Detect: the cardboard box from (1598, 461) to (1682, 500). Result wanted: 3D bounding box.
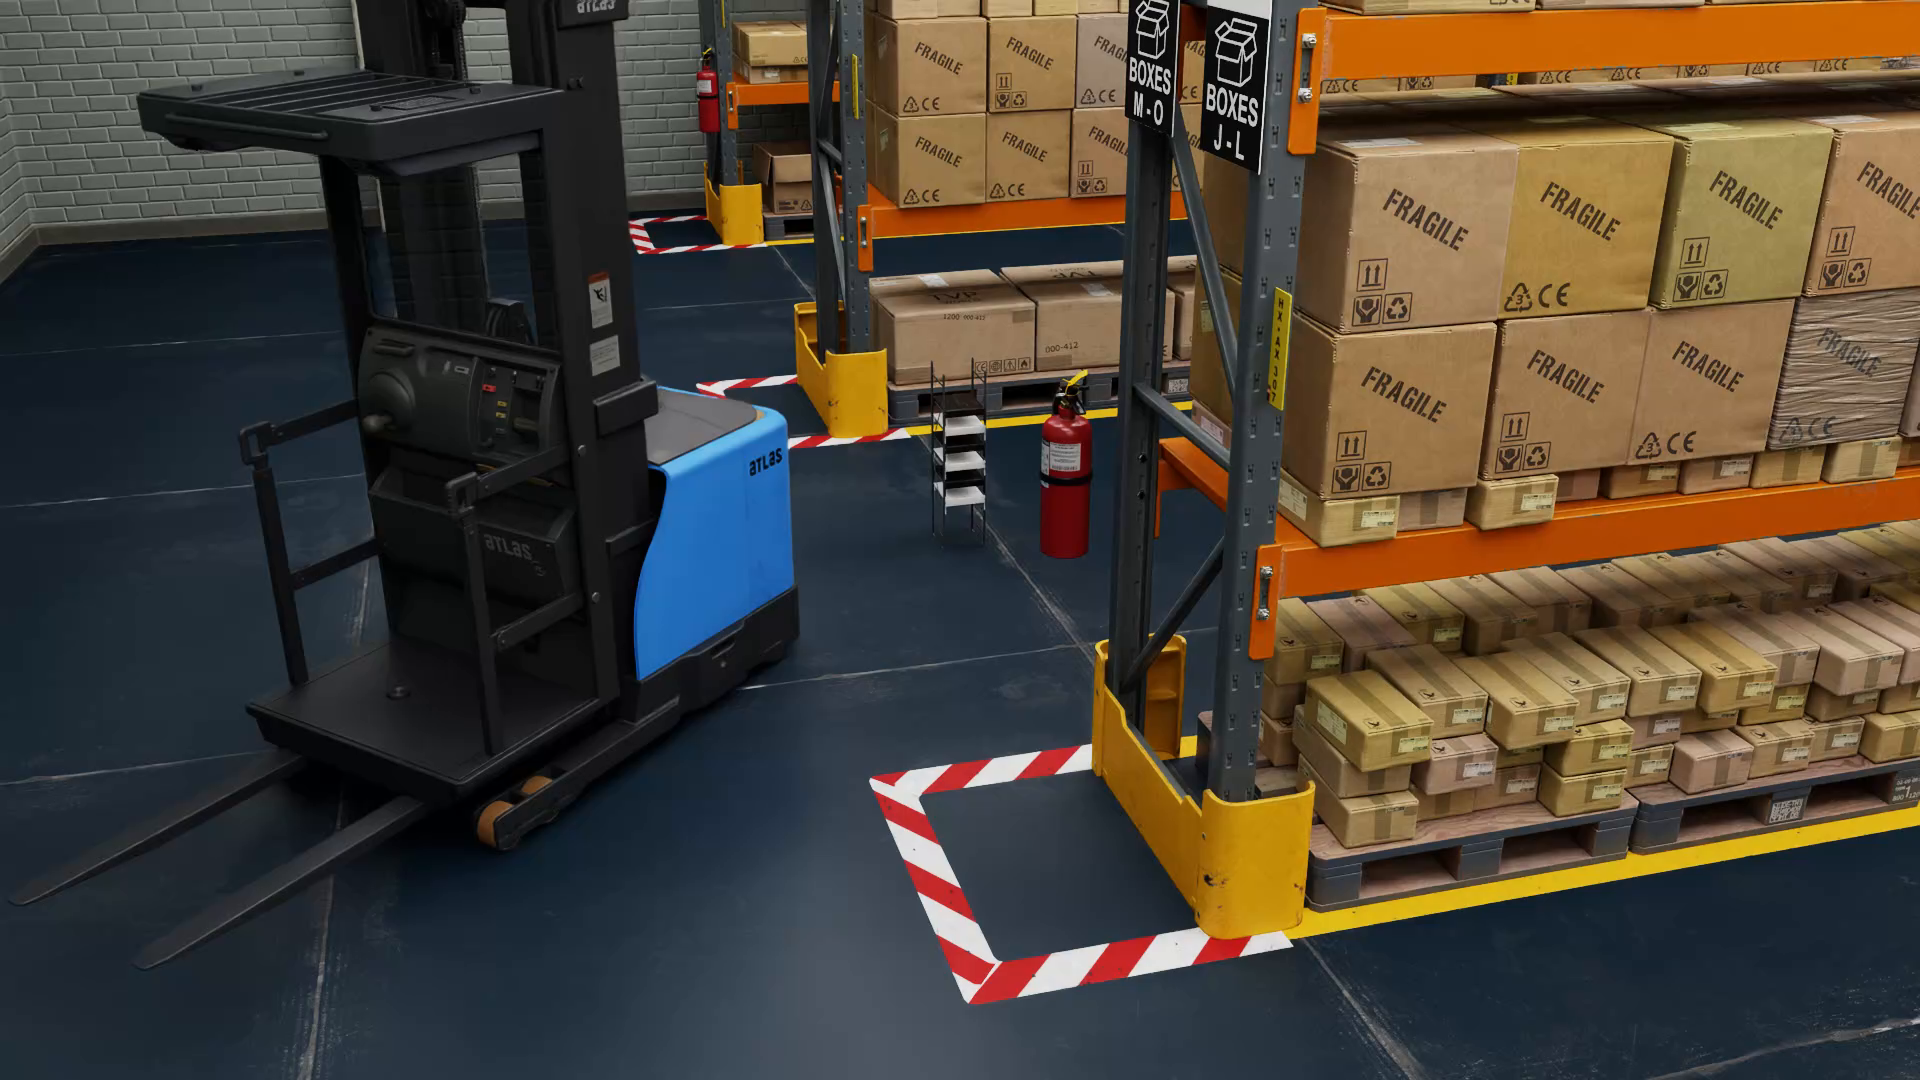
[{"bbox_3d":[2.117,-0.278,5.412,0.250,0.149,0.380,-7,24,-15],"label":"cardboard box"}]

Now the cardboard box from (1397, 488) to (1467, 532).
[{"bbox_3d":[1.363,-0.170,5.161,0.250,0.149,0.380,-5,24,-12],"label":"cardboard box"}]

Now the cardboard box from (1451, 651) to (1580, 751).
[{"bbox_3d":[1.835,0.531,5.537,0.250,0.149,0.380,-6,24,-15],"label":"cardboard box"}]

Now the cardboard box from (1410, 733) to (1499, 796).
[{"bbox_3d":[1.582,0.682,5.563,0.250,0.149,0.380,-6,24,-15],"label":"cardboard box"}]

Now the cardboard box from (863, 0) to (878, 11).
[{"bbox_3d":[-0.414,-3.119,9.498,0.250,0.149,0.380,-6,24,-14],"label":"cardboard box"}]

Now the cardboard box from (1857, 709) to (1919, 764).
[{"bbox_3d":[3.298,0.640,6.038,0.250,0.149,0.380,-6,24,-14],"label":"cardboard box"}]

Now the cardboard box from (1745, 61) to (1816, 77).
[{"bbox_3d":[5.109,-3.245,10.614,0.500,0.500,0.500,-7,24,-15],"label":"cardboard box"}]

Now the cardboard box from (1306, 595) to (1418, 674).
[{"bbox_3d":[1.428,0.353,5.951,0.250,0.149,0.380,-6,24,-13],"label":"cardboard box"}]

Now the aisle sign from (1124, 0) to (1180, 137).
[{"bbox_3d":[0.578,-1.634,4.956,0.004,0.787,0.394,-6,24,-14],"label":"aisle sign"}]

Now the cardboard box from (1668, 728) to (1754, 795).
[{"bbox_3d":[2.546,0.720,5.852,0.250,0.149,0.380,-8,24,-17],"label":"cardboard box"}]

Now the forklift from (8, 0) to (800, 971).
[{"bbox_3d":[-1.870,-0.482,5.657,1.130,2.935,3.031,13,27,28],"label":"forklift"}]

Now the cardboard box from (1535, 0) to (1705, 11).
[{"bbox_3d":[1.739,-1.648,4.672,0.500,0.250,0.500,-6,24,-13],"label":"cardboard box"}]

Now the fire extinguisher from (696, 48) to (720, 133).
[{"bbox_3d":[-2.067,-3.687,13.611,0.183,0.674,0.296,-6,24,-14],"label":"fire extinguisher"}]

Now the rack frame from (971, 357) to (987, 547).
[{"bbox_3d":[0.090,-0.424,8.096,0.006,0.900,0.240,-6,24,-14],"label":"rack frame"}]

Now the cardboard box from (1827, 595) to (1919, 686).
[{"bbox_3d":[3.328,0.355,5.947,0.250,0.149,0.380,-8,24,-17],"label":"cardboard box"}]

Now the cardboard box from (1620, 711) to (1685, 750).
[{"bbox_3d":[2.300,0.571,5.820,0.250,0.149,0.380,-7,24,-17],"label":"cardboard box"}]

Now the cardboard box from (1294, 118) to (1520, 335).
[{"bbox_3d":[1.233,-0.922,4.823,0.500,0.500,0.500,-6,24,-15],"label":"cardboard box"}]

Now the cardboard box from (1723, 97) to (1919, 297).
[{"bbox_3d":[2.714,-1.081,5.192,0.500,0.500,0.500,-7,24,-16],"label":"cardboard box"}]

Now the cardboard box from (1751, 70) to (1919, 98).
[{"bbox_3d":[3.092,-1.343,5.803,0.500,0.500,0.500,-6,24,-13],"label":"cardboard box"}]

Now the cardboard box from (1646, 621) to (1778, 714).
[{"bbox_3d":[2.587,0.436,5.757,0.250,0.149,0.380,-6,24,-14],"label":"cardboard box"}]

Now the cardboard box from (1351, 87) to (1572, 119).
[{"bbox_3d":[1.590,-1.172,5.405,0.500,0.500,0.500,-7,24,-16],"label":"cardboard box"}]

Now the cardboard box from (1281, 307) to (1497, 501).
[{"bbox_3d":[1.236,-0.458,5.010,0.500,0.500,0.500,-5,24,-12],"label":"cardboard box"}]

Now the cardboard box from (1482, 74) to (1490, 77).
[{"bbox_3d":[3.508,-3.276,10.685,0.500,0.500,0.500,-6,24,-13],"label":"cardboard box"}]

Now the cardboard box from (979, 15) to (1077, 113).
[{"bbox_3d":[0.329,-2.707,9.361,0.500,0.500,0.500,-7,24,-16],"label":"cardboard box"}]

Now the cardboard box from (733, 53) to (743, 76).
[{"bbox_3d":[-1.803,-4.107,14.337,0.250,0.149,0.380,-7,24,-15],"label":"cardboard box"}]

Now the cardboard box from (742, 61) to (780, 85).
[{"bbox_3d":[-1.659,-3.901,13.856,0.250,0.149,0.380,-6,24,-15],"label":"cardboard box"}]

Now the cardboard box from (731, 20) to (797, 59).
[{"bbox_3d":[-1.679,-4.303,14.287,0.500,0.250,0.500,-6,24,-13],"label":"cardboard box"}]

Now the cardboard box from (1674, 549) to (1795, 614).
[{"bbox_3d":[2.929,0.188,6.335,0.250,0.149,0.380,-7,24,-17],"label":"cardboard box"}]

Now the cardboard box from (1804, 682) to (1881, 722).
[{"bbox_3d":[3.081,0.490,6.011,0.250,0.149,0.380,-7,24,-17],"label":"cardboard box"}]

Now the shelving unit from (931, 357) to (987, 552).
[{"bbox_3d":[-0.008,-0.413,8.071,0.210,0.900,0.258,-6,24,-14],"label":"shelving unit"}]

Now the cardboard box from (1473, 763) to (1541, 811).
[{"bbox_3d":[1.787,0.762,5.753,0.250,0.149,0.380,-6,24,-14],"label":"cardboard box"}]

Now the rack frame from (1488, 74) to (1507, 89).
[{"bbox_3d":[3.146,-2.627,10.569,0.127,3.000,1.000,-6,24,-14],"label":"rack frame"}]

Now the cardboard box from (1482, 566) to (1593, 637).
[{"bbox_3d":[2.153,0.224,6.252,0.250,0.149,0.380,-5,24,-12],"label":"cardboard box"}]

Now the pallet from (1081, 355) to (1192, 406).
[{"bbox_3d":[1.216,-1.163,10.693,1.213,0.211,1.003,-6,24,-14],"label":"pallet"}]

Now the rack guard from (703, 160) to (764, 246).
[{"bbox_3d":[-1.977,-2.945,14.479,0.348,0.500,1.175,-6,24,-14],"label":"rack guard"}]

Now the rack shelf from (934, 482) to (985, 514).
[{"bbox_3d":[-0.008,-0.217,8.155,0.200,0.077,0.258,-6,24,-14],"label":"rack shelf"}]

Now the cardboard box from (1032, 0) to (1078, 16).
[{"bbox_3d":[0.474,-3.012,9.247,0.250,0.149,0.380,-7,24,-16],"label":"cardboard box"}]

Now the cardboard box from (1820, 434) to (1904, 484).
[{"bbox_3d":[2.883,-0.330,5.534,0.250,0.149,0.380,-6,24,-13],"label":"cardboard box"}]

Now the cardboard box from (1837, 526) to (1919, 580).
[{"bbox_3d":[3.681,0.095,6.552,0.250,0.149,0.380,-7,24,-15],"label":"cardboard box"}]

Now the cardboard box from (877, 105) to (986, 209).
[{"bbox_3d":[-0.166,-2.189,9.422,0.500,0.500,0.500,-7,24,-15],"label":"cardboard box"}]

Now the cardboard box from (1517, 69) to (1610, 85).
[{"bbox_3d":[3.647,-3.071,10.207,0.500,0.500,0.500,-6,24,-14],"label":"cardboard box"}]

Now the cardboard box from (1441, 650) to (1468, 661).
[{"bbox_3d":[1.660,0.427,6.156,0.250,0.149,0.380,-7,24,-17],"label":"cardboard box"}]

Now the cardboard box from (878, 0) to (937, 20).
[{"bbox_3d":[-0.289,-2.938,9.075,0.250,0.149,0.380,-6,24,-13],"label":"cardboard box"}]

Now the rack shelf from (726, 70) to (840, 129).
[{"bbox_3d":[-0.124,-3.968,14.606,4.000,0.370,1.077,-6,24,-14],"label":"rack shelf"}]

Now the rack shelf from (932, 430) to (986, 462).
[{"bbox_3d":[-0.008,-0.465,8.048,0.200,0.077,0.258,-6,24,-14],"label":"rack shelf"}]

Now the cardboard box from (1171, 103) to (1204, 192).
[{"bbox_3d":[1.286,-2.361,9.821,0.500,0.500,0.500,-6,24,-13],"label":"cardboard box"}]

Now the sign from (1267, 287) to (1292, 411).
[{"bbox_3d":[0.876,-0.525,4.571,0.005,0.325,0.100,-6,24,-14],"label":"sign"}]

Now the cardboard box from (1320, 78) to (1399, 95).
[{"bbox_3d":[2.275,-2.927,9.872,0.500,0.500,0.500,-7,24,-15],"label":"cardboard box"}]

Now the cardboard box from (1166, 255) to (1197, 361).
[{"bbox_3d":[1.651,-1.521,10.708,0.875,0.438,0.875,-7,24,-16],"label":"cardboard box"}]

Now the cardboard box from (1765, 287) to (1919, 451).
[{"bbox_3d":[2.709,-0.629,5.408,0.500,0.500,0.500,-7,24,-16],"label":"cardboard box"}]

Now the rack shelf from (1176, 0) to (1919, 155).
[{"bbox_3d":[2.655,-1.594,5.268,4.000,0.370,1.077,-6,24,-14],"label":"rack shelf"}]
